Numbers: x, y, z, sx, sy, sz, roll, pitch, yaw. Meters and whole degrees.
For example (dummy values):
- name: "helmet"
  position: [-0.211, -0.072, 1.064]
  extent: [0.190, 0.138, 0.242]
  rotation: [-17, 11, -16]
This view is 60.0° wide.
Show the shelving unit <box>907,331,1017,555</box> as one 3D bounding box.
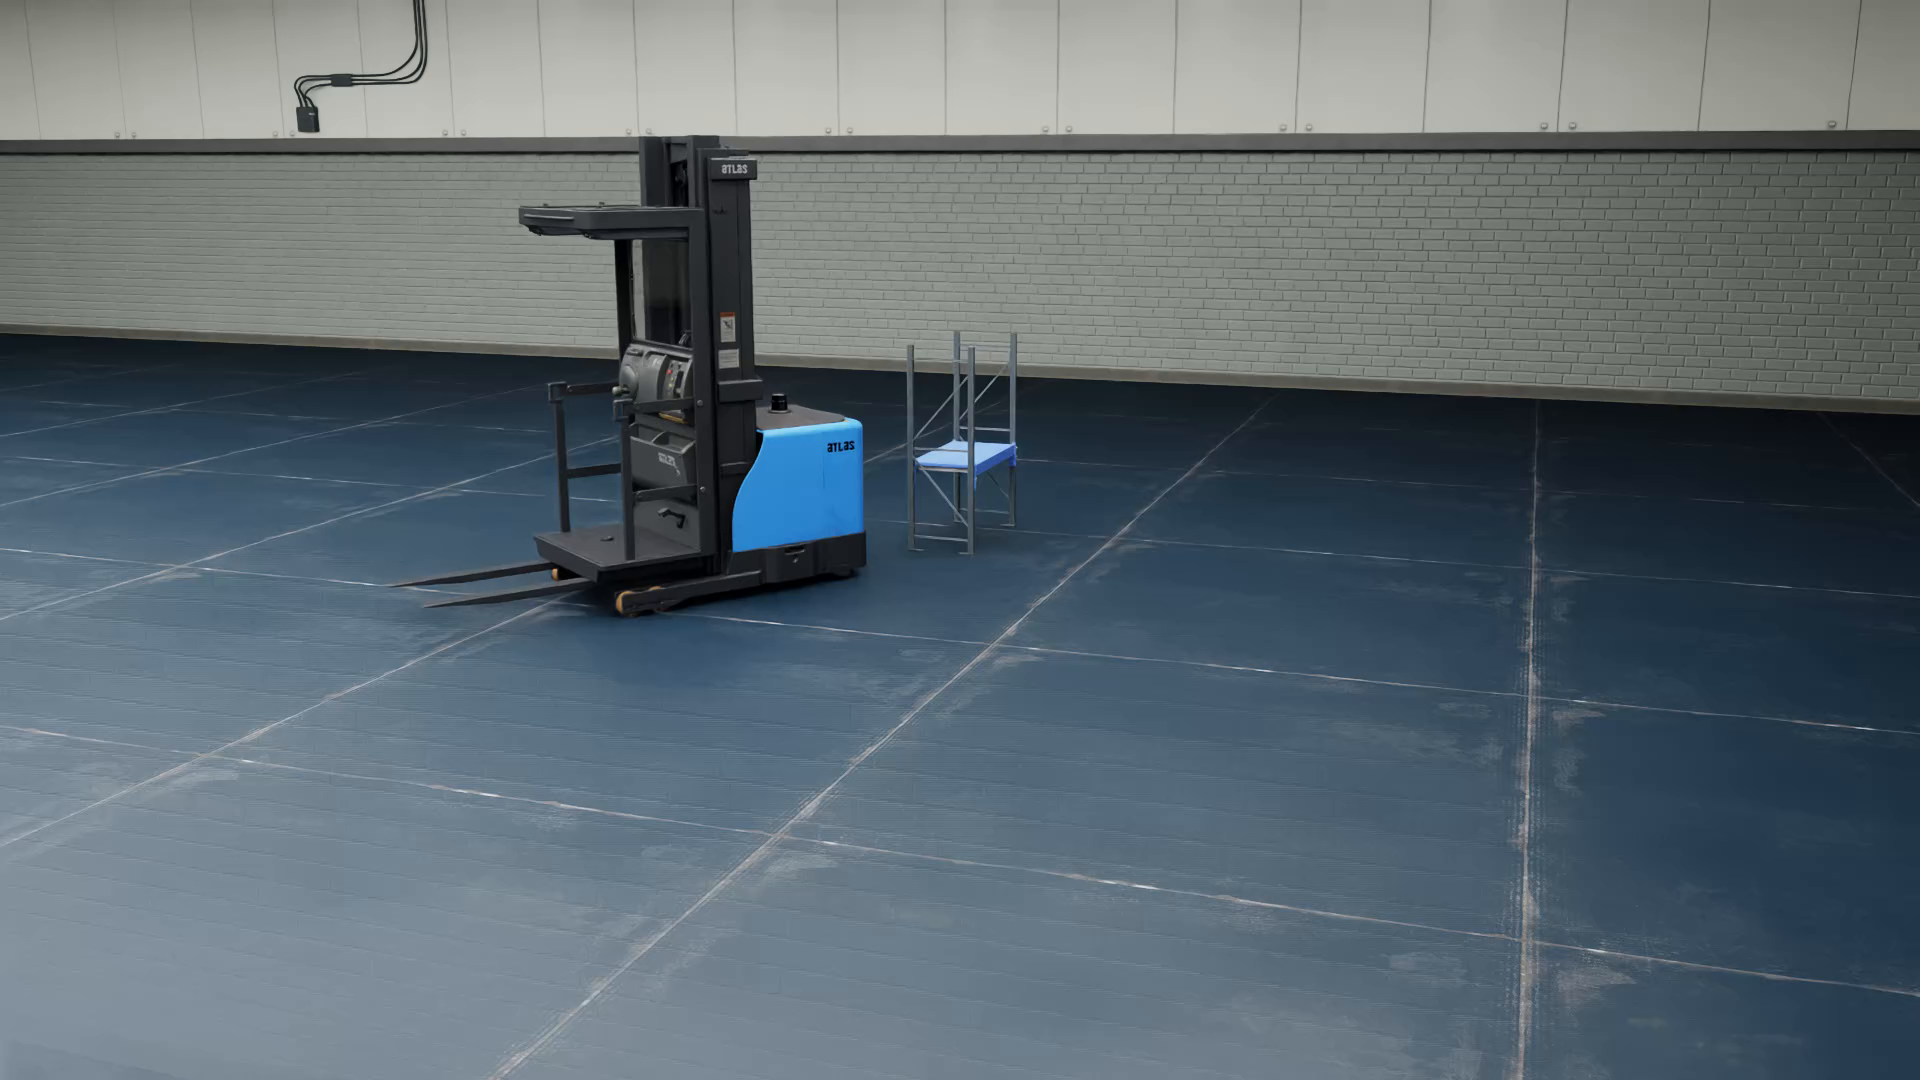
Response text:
- name: "shelving unit"
  position: [0.028, -0.749, 12.400]
  extent: [0.538, 1.500, 1.048]
  rotation: [4, 14, 18]

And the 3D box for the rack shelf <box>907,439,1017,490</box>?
- name: "rack shelf"
  position: [0.028, -0.574, 12.440]
  extent: [0.538, 0.185, 1.000]
  rotation: [4, 14, 18]

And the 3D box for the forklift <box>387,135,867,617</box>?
- name: "forklift"
  position: [-2.130, -1.079, 10.630]
  extent: [3.031, 2.935, 1.130]
  rotation: [-9, 16, -35]

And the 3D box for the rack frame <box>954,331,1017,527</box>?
- name: "rack frame"
  position: [0.192, -0.856, 12.869]
  extent: [0.500, 1.500, 0.032]
  rotation: [4, 14, 18]

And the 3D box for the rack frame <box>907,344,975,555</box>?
- name: "rack frame"
  position: [-0.137, -0.642, 11.931]
  extent: [0.500, 1.500, 0.032]
  rotation: [4, 14, 18]

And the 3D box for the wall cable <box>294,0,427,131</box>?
- name: "wall cable"
  position: [-8.722, -8.913, 23.674]
  extent: [2.305, 6.003, 0.169]
  rotation: [4, 14, 18]
